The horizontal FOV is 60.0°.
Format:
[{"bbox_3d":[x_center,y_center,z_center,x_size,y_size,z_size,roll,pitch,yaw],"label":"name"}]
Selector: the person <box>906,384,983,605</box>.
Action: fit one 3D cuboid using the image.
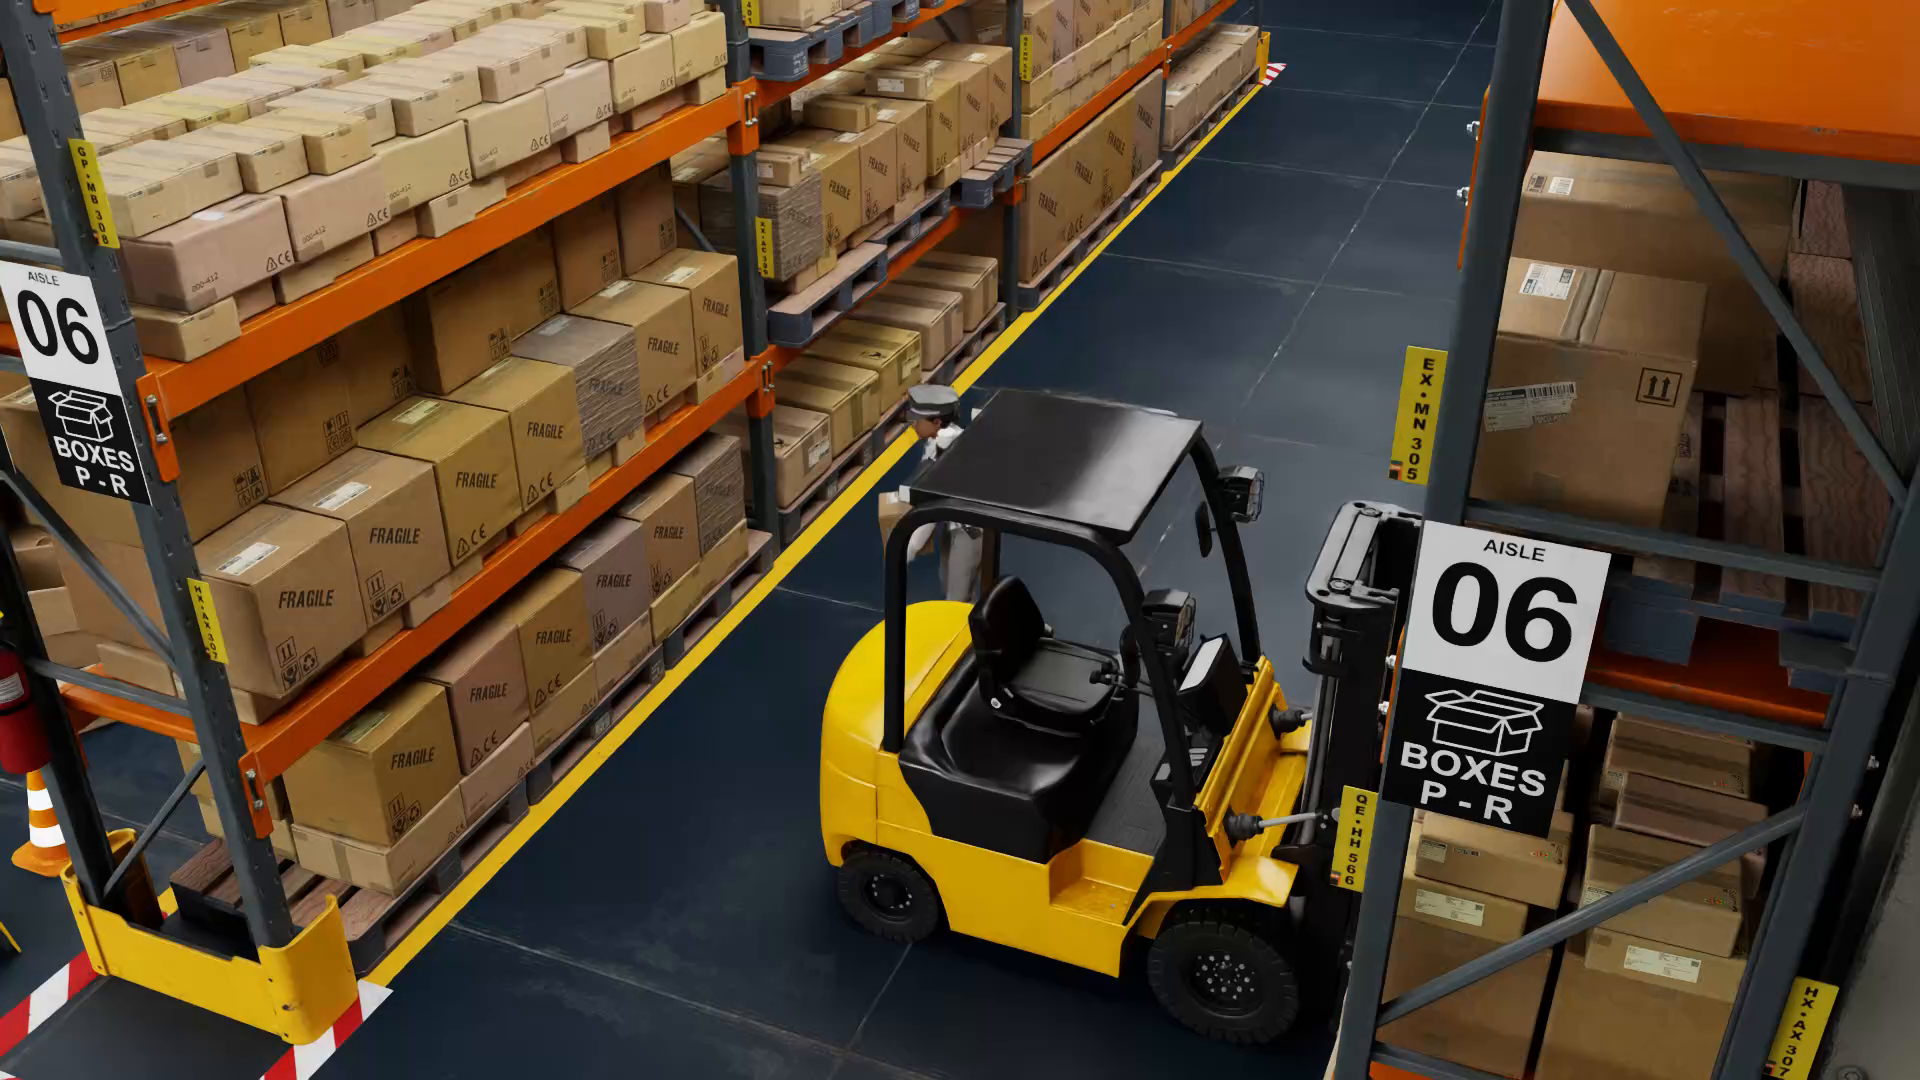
[{"bbox_3d":[-0.076,-0.038,8.499,0.570,1.631,0.419,-4,30,-7],"label":"person"}]
